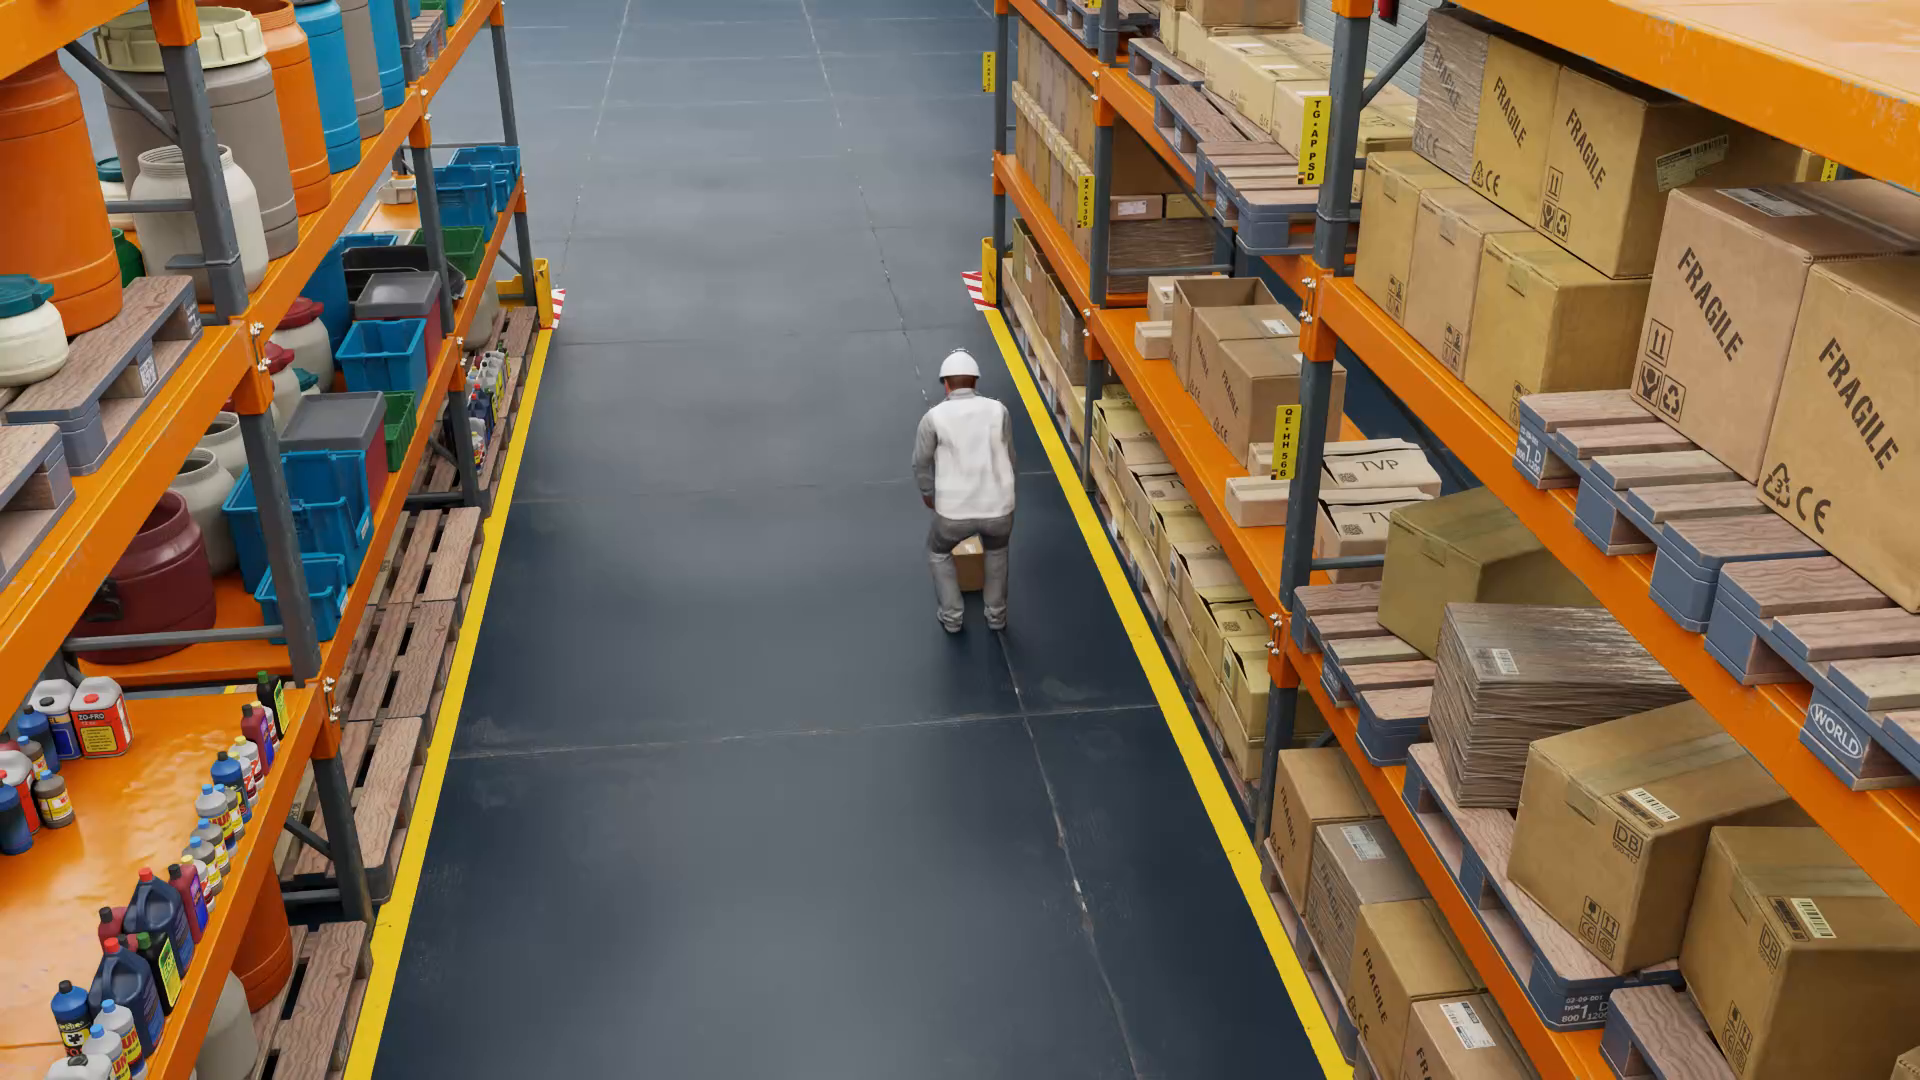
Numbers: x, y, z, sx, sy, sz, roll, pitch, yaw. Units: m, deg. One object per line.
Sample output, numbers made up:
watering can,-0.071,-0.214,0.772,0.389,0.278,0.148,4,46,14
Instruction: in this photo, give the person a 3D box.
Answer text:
person,0.028,-0.241,9.308,0.588,1.559,0.671,-3,27,-7
